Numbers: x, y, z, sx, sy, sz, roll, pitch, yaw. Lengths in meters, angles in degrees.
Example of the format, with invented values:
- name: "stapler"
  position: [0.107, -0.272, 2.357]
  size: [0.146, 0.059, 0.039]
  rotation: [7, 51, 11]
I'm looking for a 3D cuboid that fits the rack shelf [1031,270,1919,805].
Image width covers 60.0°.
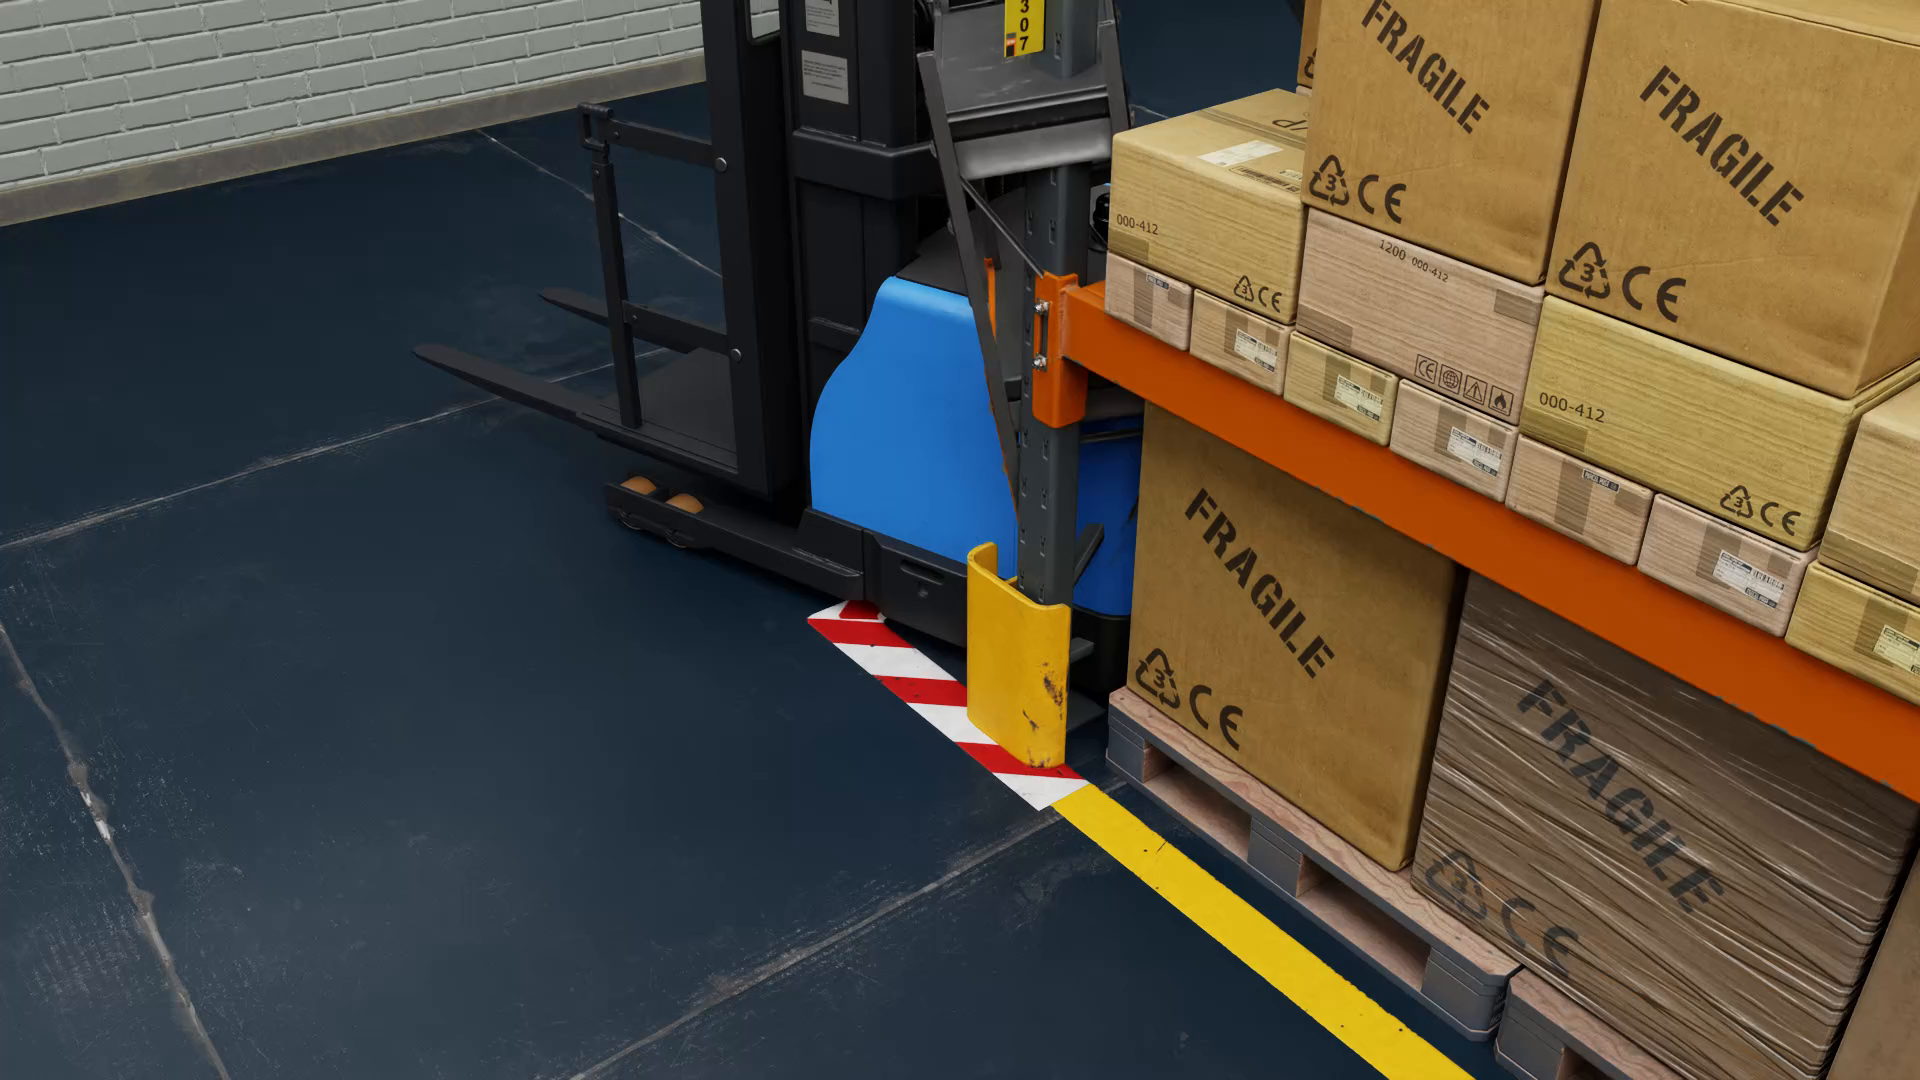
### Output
- name: "rack shelf"
  position: [1.800, 0.221, 2.734]
  size: [1.077, 0.370, 4.000]
  rotation: [-22, 38, -31]

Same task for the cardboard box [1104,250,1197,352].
- name: "cardboard box"
  position: [0.531, -0.557, 3.542]
  size: [0.380, 0.149, 0.250]
  rotation: [-22, 38, -31]

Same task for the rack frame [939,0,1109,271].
- name: "rack frame"
  position: [0.308, -0.570, 4.375]
  size: [0.400, 2.100, 0.015]
  rotation: [-8, 42, 8]

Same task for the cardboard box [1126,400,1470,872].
- name: "cardboard box"
  position: [1.030, 0.047, 3.948]
  size: [0.875, 0.875, 0.875]
  rotation: [-22, 38, -31]

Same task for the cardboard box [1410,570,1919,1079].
- name: "cardboard box"
  position: [1.588, 0.426, 3.337]
  size: [0.875, 0.875, 0.875]
  rotation: [-22, 38, -31]

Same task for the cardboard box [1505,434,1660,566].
- name: "cardboard box"
  position: [1.163, -0.129, 2.853]
  size: [0.380, 0.149, 0.250]
  rotation: [-23, 39, -32]

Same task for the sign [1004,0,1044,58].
- name: "sign"
  position: [0.132, -1.143, 3.351]
  size: [0.100, 0.325, 0.005]
  rotation: [-22, 38, -31]

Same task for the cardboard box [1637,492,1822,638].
- name: "cardboard box"
  position: [1.321, -0.022, 2.680]
  size: [0.380, 0.149, 0.250]
  rotation: [-23, 38, -32]

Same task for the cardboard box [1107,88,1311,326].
- name: "cardboard box"
  position: [0.655, -0.694, 3.384]
  size: [0.500, 0.250, 0.500]
  rotation: [-23, 39, -33]

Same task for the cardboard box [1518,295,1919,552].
- name: "cardboard box"
  position: [1.284, -0.269, 2.700]
  size: [0.500, 0.250, 0.500]
  rotation: [-24, 39, -33]

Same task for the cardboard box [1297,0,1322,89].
- name: "cardboard box"
  position: [1.080, -1.182, 3.459]
  size: [0.500, 0.500, 0.500]
  rotation: [-22, 38, -31]

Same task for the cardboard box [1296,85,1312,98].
- name: "cardboard box"
  position: [1.081, -0.865, 3.660]
  size: [0.500, 0.250, 0.500]
  rotation: [-23, 39, -32]

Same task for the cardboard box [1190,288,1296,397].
- name: "cardboard box"
  position: [0.689, -0.451, 3.371]
  size: [0.380, 0.149, 0.250]
  rotation: [-23, 38, -32]

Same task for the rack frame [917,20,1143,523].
- name: "rack frame"
  position: [0.304, -0.240, 4.016]
  size: [0.400, 2.100, 0.015]
  rotation: [-8, 42, 8]

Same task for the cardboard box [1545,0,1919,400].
- name: "cardboard box"
  position: [1.284, -0.590, 2.506]
  size: [0.500, 0.500, 0.500]
  rotation: [-23, 39, -33]

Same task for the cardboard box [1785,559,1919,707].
- name: "cardboard box"
  position: [1.475, 0.084, 2.511]
  size: [0.380, 0.149, 0.250]
  rotation: [-23, 39, -33]

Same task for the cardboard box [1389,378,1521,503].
- name: "cardboard box"
  position: [1.008, -0.236, 3.025]
  size: [0.380, 0.149, 0.250]
  rotation: [-23, 39, -32]

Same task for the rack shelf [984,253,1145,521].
- name: "rack shelf"
  position: [0.308, -0.395, 4.204]
  size: [0.431, 0.518, 0.480]
  rotation: [-8, 42, 8]

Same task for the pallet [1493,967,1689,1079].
- name: "pallet"
  position: [1.870, 1.082, 3.308]
  size: [1.003, 0.211, 1.213]
  rotation: [-22, 38, -31]

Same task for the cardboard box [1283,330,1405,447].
- name: "cardboard box"
  position: [0.847, -0.344, 3.199]
  size: [0.380, 0.149, 0.250]
  rotation: [-23, 39, -32]

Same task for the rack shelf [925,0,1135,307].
- name: "rack shelf"
  position: [0.179, -0.903, 3.740]
  size: [0.431, 0.518, 0.480]
  rotation: [-8, 42, 8]

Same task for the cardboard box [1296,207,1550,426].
- name: "cardboard box"
  position: [0.979, -0.479, 3.039]
  size: [0.500, 0.250, 0.500]
  rotation: [-23, 38, -32]

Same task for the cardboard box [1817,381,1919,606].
- name: "cardboard box"
  position: [1.608, -0.053, 2.352]
  size: [0.500, 0.250, 0.500]
  rotation: [-23, 39, -32]

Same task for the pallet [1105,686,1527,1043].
- name: "pallet"
  position: [1.126, 0.574, 4.126]
  size: [1.003, 0.211, 1.213]
  rotation: [-22, 38, -31]

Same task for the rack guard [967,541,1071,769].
- name: "rack guard"
  position: [0.559, 0.133, 4.561]
  size: [1.175, 0.500, 0.348]
  rotation: [-22, 38, -31]

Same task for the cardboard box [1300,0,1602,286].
- name: "cardboard box"
  position: [0.962, -0.804, 2.851]
  size: [0.500, 0.500, 0.500]
  rotation: [-23, 39, -32]

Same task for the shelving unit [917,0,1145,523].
- name: "shelving unit"
  position: [0.306, -0.405, 4.195]
  size: [0.431, 2.100, 0.503]
  rotation: [-8, 42, 8]

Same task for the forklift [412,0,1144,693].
- name: "forklift"
  position: [-0.515, -1.430, 4.774]
  size: [3.031, 2.935, 1.130]
  rotation: [20, 37, 29]

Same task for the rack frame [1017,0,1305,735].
- name: "rack frame"
  position: [0.574, -0.918, 3.886]
  size: [1.000, 3.000, 0.127]
  rotation: [-22, 38, -31]
